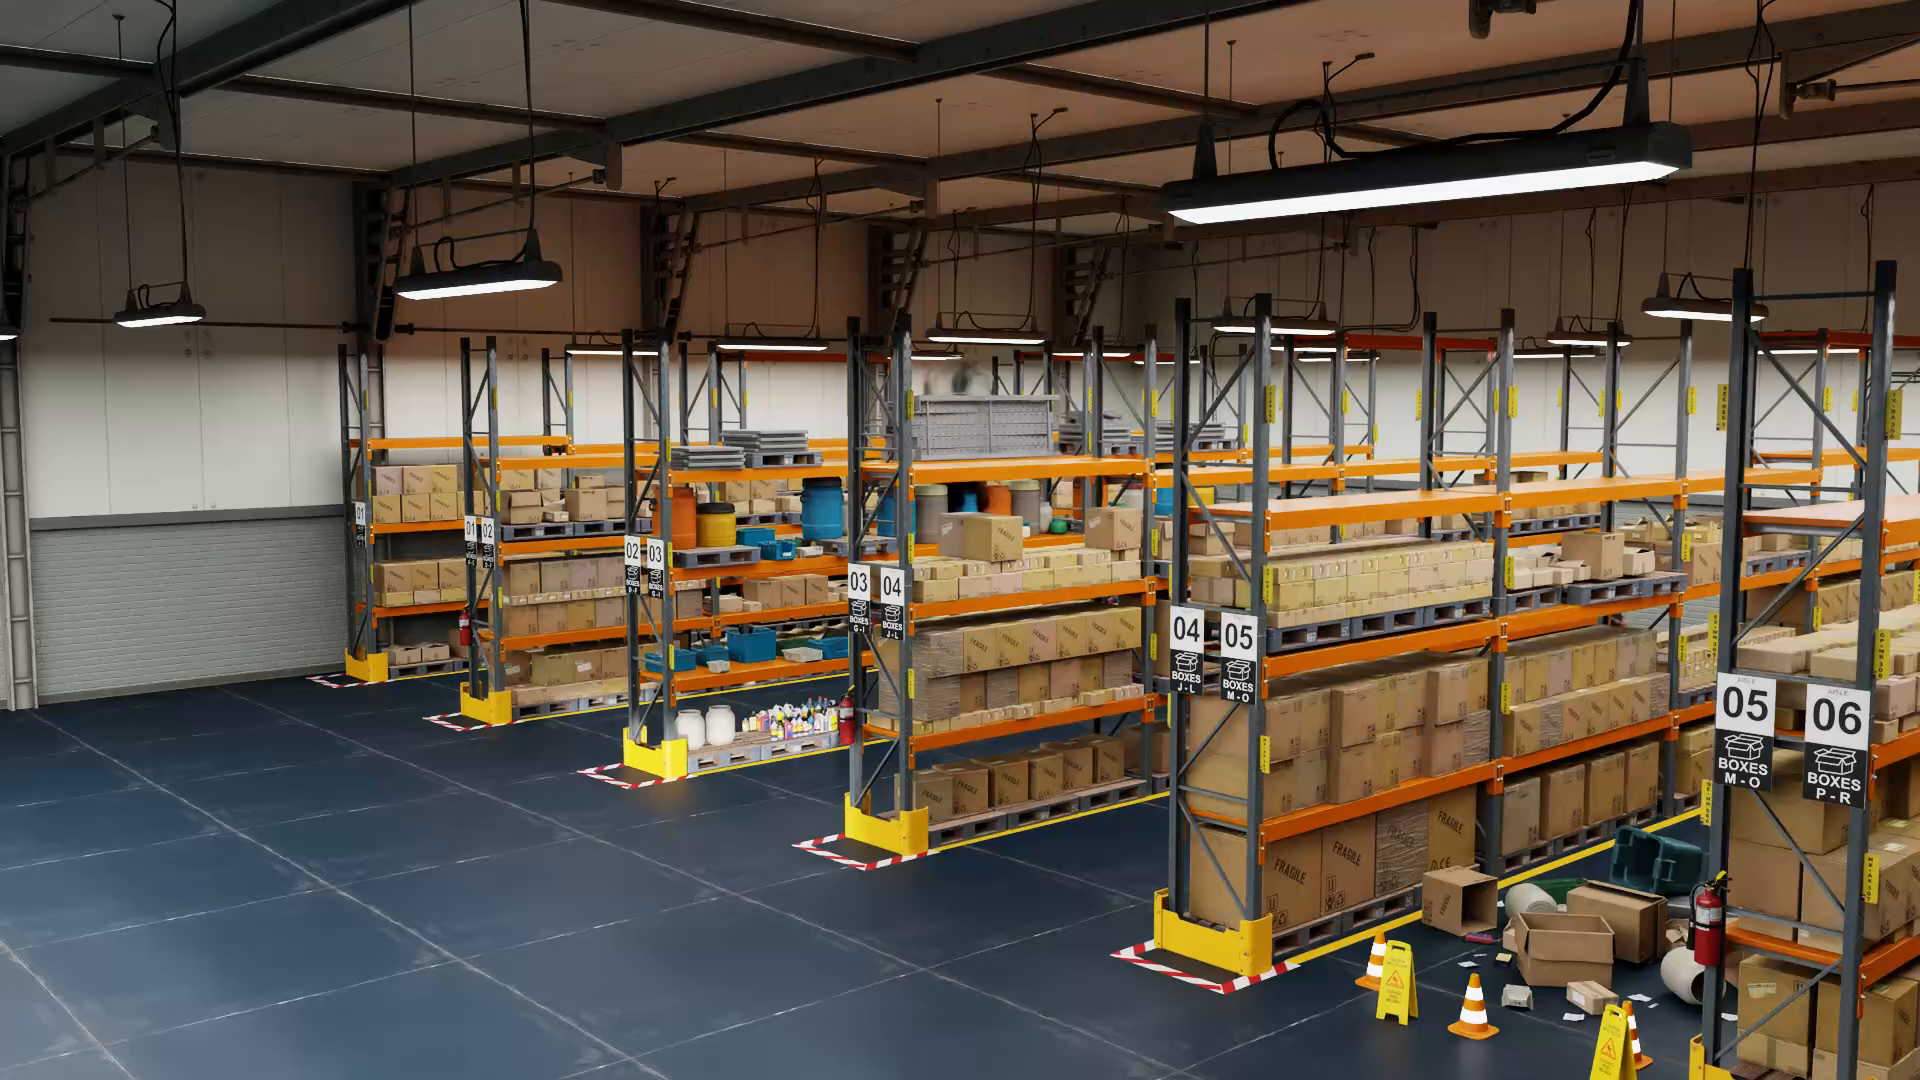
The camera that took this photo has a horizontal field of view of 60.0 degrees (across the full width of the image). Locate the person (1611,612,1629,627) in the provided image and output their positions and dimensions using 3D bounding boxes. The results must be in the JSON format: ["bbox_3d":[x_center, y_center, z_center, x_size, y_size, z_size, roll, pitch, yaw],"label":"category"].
[{"bbox_3d":[11.831,1.608,30.249,0.740,1.721,0.749,3,6,34],"label":"person"}]
